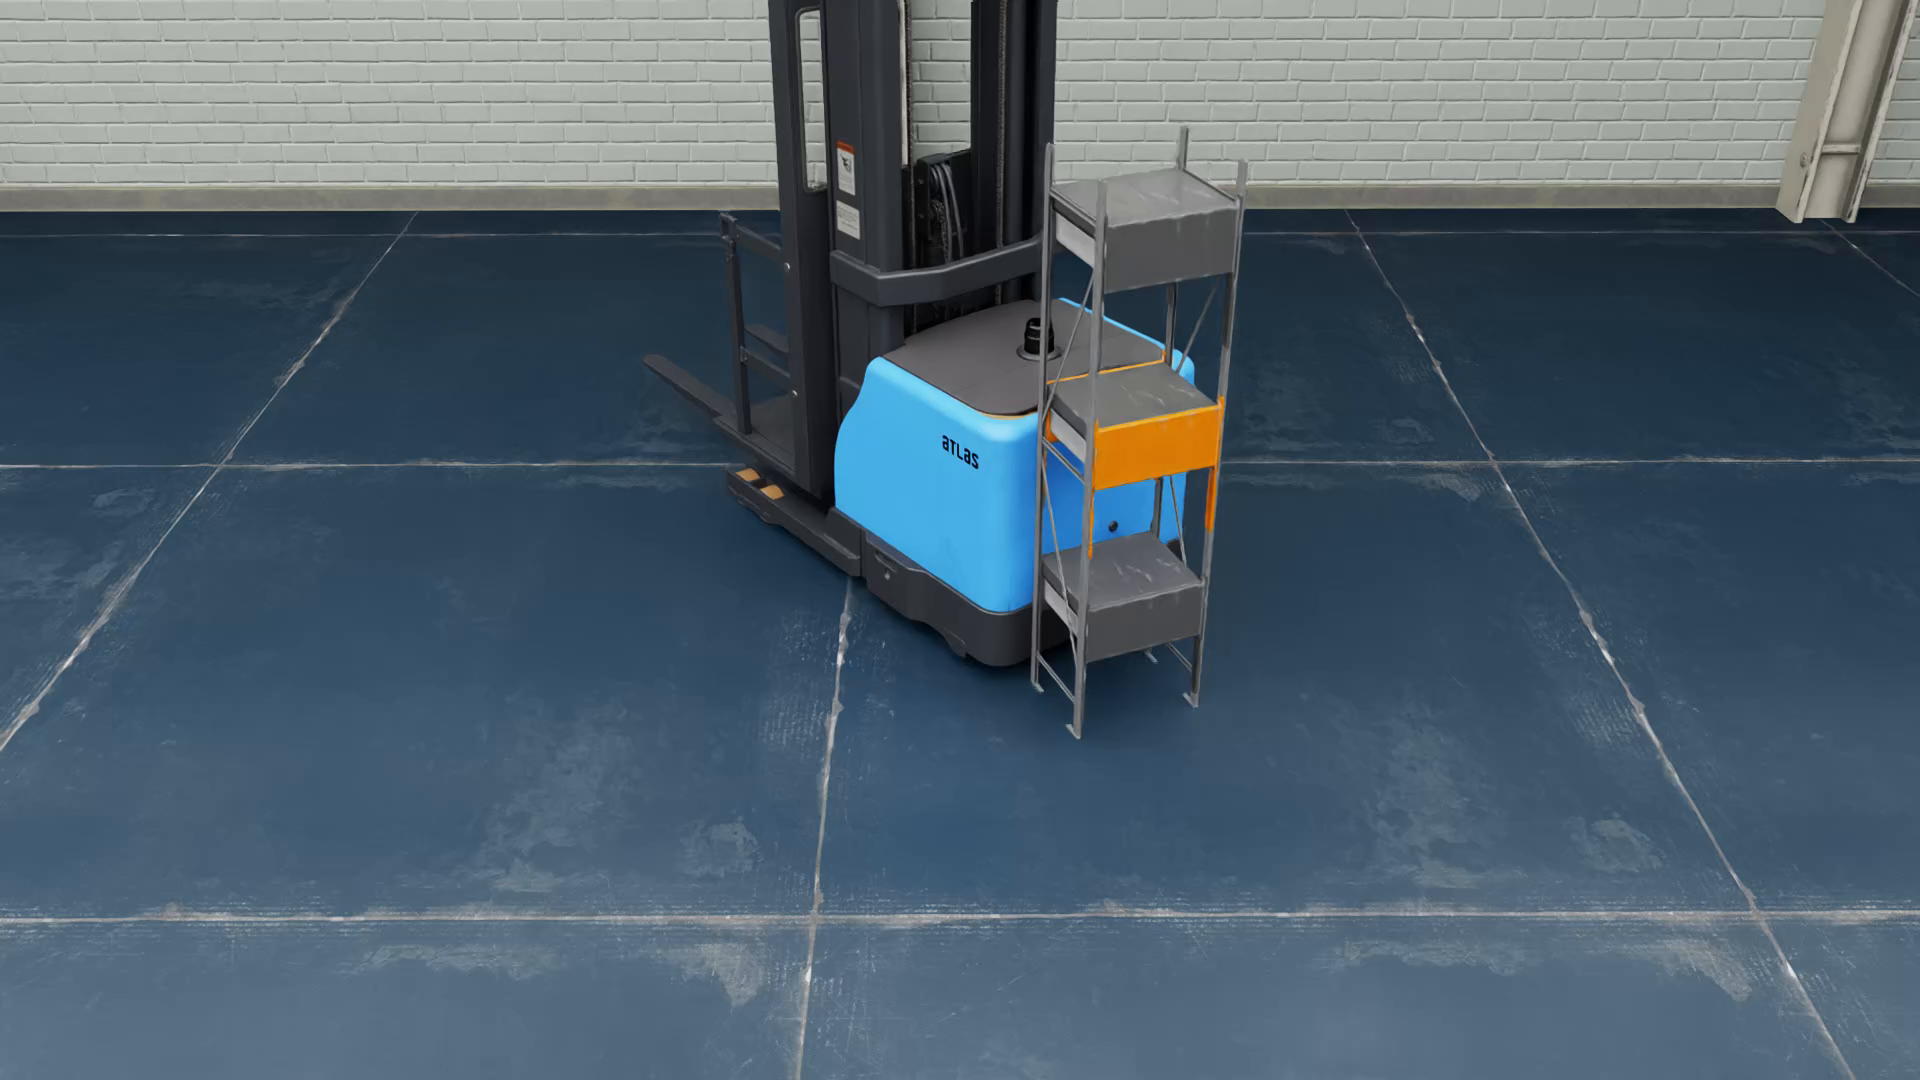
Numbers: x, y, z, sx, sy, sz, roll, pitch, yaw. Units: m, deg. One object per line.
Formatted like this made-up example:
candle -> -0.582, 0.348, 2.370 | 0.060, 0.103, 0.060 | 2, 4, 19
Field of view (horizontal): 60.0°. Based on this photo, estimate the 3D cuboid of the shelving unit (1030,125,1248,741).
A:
shelving unit -> 0.580, -0.314, 5.743 | 0.503, 2.100, 0.431 | -12, 33, -20

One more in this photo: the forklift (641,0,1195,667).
forklift -> -0.396, -1.472, 6.850 | 1.130, 2.935, 3.031 | -22, 38, -32

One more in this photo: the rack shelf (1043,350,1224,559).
rack shelf -> 0.580, -0.302, 5.750 | 0.480, 0.518, 0.431 | -12, 33, -20

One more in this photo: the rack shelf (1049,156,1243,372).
rack shelf -> 0.580, -0.901, 5.387 | 0.480, 0.518, 0.431 | -12, 33, -20

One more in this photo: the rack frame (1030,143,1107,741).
rack frame -> 0.355, -0.265, 5.661 | 0.015, 2.100, 0.400 | -12, 33, -20

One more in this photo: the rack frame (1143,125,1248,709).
rack frame -> 0.804, -0.363, 5.824 | 0.015, 2.100, 0.400 | -12, 33, -20

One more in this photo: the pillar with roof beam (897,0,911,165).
pillar with roof beam -> -0.475, -3.694, 4.663 | 0.400, 9.000, 9.100 | 0, 31, 0

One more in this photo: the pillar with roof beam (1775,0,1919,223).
pillar with roof beam -> 5.525, -3.712, 4.693 | 0.400, 9.000, 9.100 | 0, 31, 0

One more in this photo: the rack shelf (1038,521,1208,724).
rack shelf -> 0.579, 0.296, 6.112 | 0.480, 0.518, 0.431 | -12, 33, -20
